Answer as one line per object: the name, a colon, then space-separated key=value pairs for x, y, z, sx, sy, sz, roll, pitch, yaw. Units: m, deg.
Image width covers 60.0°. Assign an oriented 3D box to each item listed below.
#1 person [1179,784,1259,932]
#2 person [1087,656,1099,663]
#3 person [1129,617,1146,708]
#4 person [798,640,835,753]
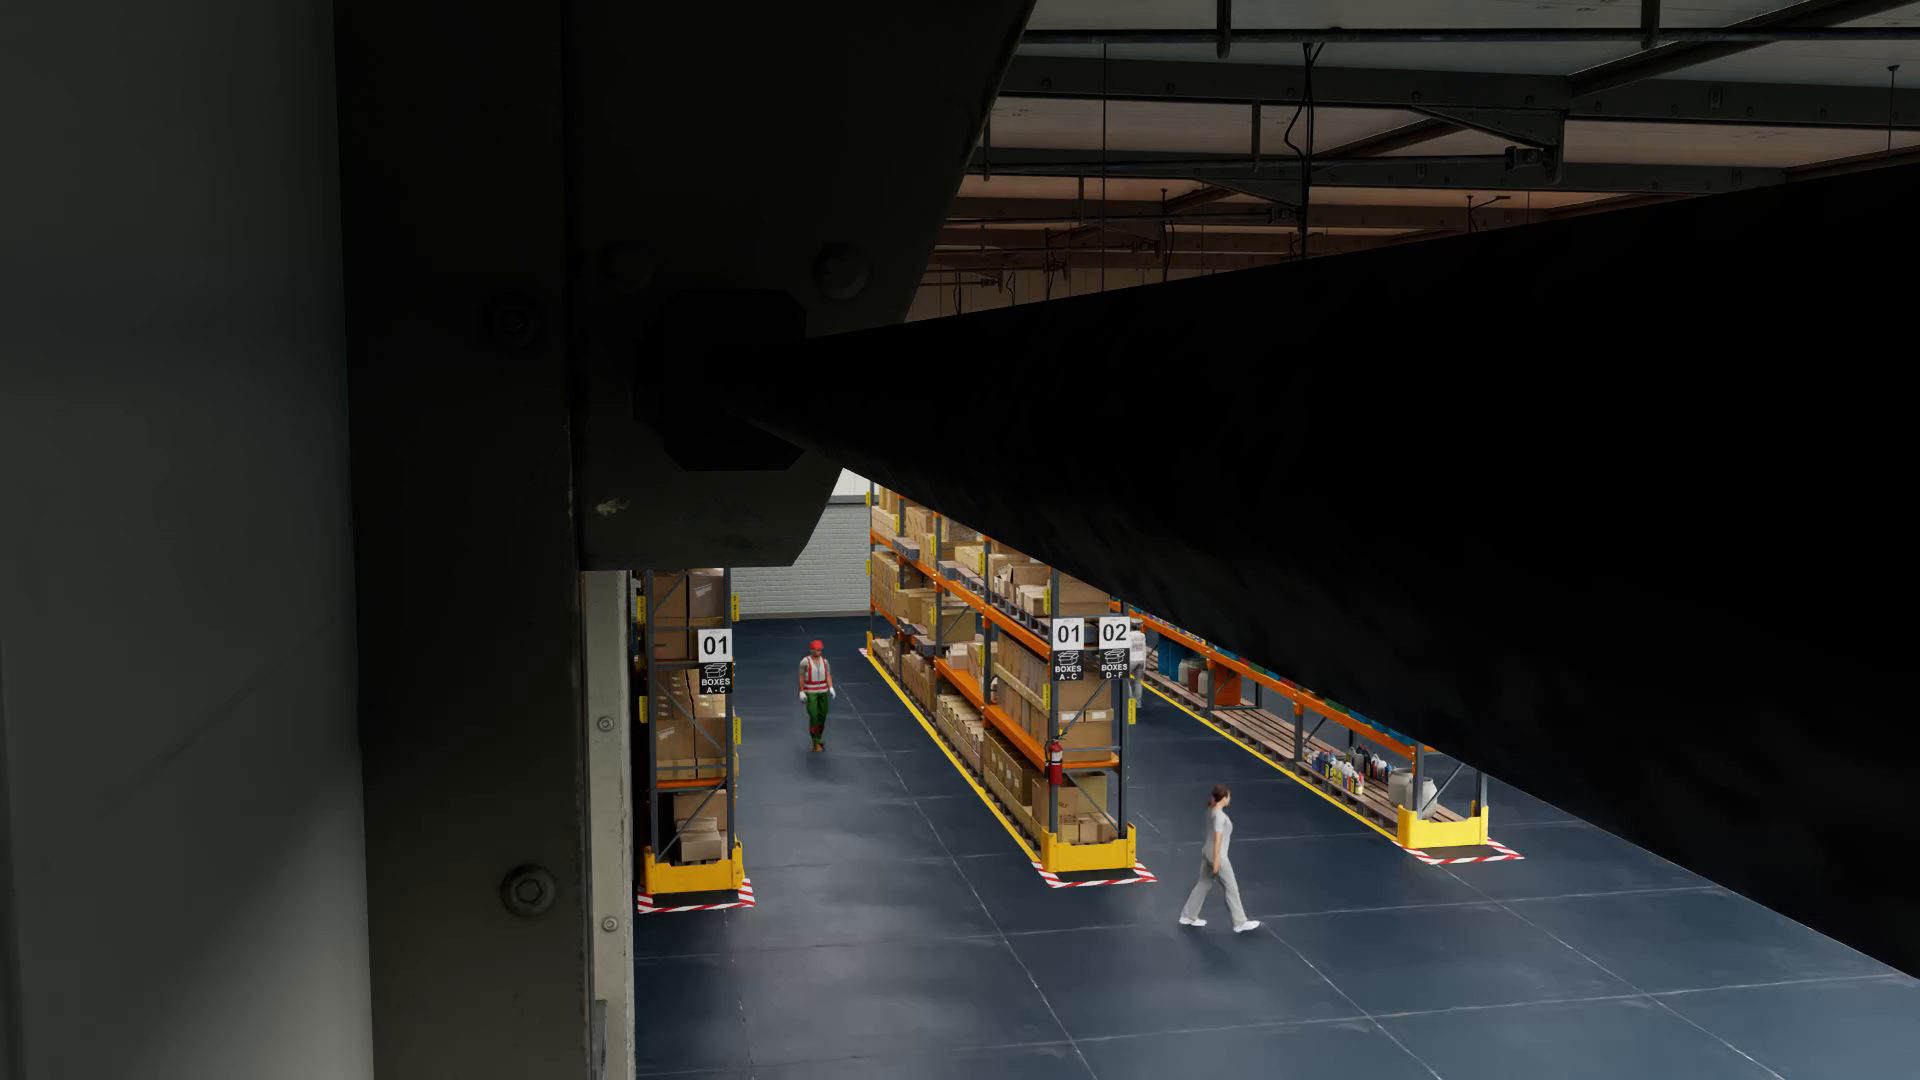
person: x=2.914 y=3.575 z=18.749 sx=0.838 sy=1.637 sz=0.521 roll=-1 pitch=6 yaw=-6
person: x=2.764 y=1.890 z=35.152 sx=0.733 sy=1.572 sz=0.486 roll=2 pitch=6 yaw=17
person: x=3.235 y=2.292 z=30.829 sx=0.519 sy=1.707 sz=0.367 roll=-4 pitch=7 yaw=-35
person: x=-2.324 y=2.580 z=27.607 sx=0.551 sy=1.793 sz=0.706 roll=-4 pitch=7 yaw=-31
